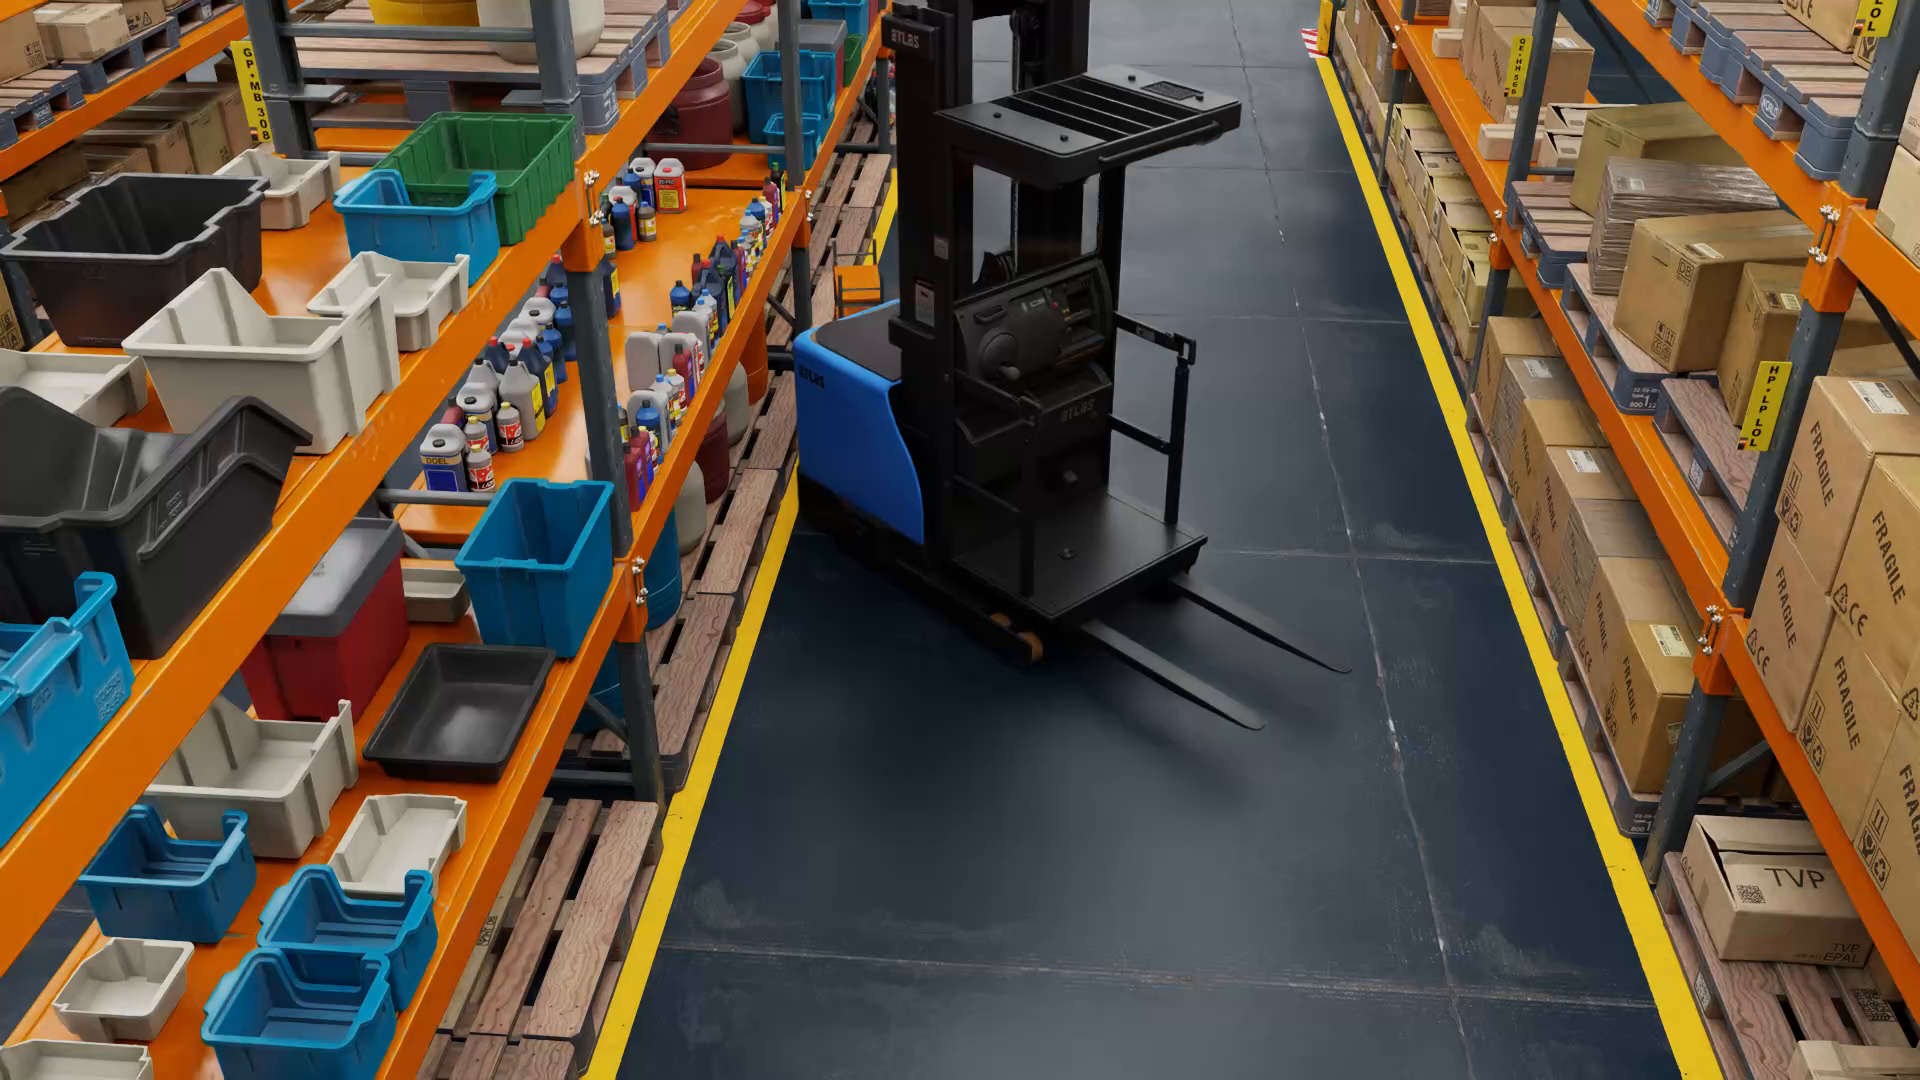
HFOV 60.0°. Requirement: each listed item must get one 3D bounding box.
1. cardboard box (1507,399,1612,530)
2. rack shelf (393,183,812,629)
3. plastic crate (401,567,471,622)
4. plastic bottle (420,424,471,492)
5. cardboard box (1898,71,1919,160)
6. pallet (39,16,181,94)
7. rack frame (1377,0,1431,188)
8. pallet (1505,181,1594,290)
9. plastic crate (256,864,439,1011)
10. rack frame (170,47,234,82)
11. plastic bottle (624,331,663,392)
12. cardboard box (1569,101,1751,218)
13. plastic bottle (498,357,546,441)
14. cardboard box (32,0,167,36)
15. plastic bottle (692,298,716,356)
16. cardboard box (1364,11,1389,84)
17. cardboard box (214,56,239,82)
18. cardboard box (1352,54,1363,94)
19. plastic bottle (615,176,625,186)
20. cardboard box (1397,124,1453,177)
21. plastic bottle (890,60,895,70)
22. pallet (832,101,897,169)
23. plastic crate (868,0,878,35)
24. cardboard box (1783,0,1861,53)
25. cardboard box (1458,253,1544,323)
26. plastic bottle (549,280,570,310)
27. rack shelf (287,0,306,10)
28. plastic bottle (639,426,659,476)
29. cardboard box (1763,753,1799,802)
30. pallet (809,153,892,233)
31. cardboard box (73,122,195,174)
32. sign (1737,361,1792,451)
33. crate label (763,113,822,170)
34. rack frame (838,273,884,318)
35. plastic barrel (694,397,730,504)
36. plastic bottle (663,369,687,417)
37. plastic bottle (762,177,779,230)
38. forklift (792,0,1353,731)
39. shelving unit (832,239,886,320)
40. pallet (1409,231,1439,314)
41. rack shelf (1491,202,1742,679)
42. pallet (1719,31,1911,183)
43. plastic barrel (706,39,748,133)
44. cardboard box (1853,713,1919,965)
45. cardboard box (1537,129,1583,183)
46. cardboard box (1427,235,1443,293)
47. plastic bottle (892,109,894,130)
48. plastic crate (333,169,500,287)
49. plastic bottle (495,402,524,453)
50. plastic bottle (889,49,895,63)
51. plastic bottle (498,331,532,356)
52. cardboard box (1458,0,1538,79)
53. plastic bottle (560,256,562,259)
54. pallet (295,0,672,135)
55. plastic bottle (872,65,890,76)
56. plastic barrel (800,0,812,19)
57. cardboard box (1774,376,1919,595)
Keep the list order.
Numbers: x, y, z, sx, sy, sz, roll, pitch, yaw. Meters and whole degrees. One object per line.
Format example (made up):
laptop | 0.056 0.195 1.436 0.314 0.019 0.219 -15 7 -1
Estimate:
cardboard box | 3.135 -0.379 8.469 0.500 0.500 0.500 2 32 3
rack shelf | -1.560 -0.879 8.003 1.077 0.370 4.000 2 32 4
plastic crate | -1.903 0.185 5.785 0.396 0.136 0.243 2 32 4
plastic bottle | -2.013 -0.306 6.506 0.152 0.276 0.135 2 32 4
cardboard box | 2.927 -1.108 4.496 0.500 0.250 0.500 2 32 4
pallet | -6.213 -3.398 11.587 1.003 0.211 1.213 2 32 4
rack frame | 3.865 -4.109 12.558 1.000 3.000 0.127 2 32 4
pallet | 3.555 -1.578 8.635 1.213 0.211 1.003 2 32 4
plastic crate | -1.568 1.038 4.310 0.416 0.233 0.300 2 32 4
rack frame | -6.008 -4.534 13.248 1.000 3.000 0.127 2 32 4
plastic bottle | -1.381 -0.803 7.312 0.152 0.276 0.135 2 32 4
cardboard box | 3.601 -1.905 8.486 0.700 0.500 0.500 -8 33 -13
plastic bottle | -1.830 -0.607 6.922 0.144 0.351 0.185 2 32 4
cardboard box | -6.057 -3.846 11.634 0.797 0.503 0.637 6 32 9
plastic bottle | -1.174 -0.975 7.596 0.097 0.271 0.097 0 32 0
cardboard box | 3.775 -4.211 14.229 0.500 0.500 0.500 2 32 4
cardboard box | -5.935 -3.856 14.130 0.500 0.500 0.500 2 32 2
cardboard box | 3.802 -4.154 14.851 0.500 0.250 0.500 2 32 4
plastic bottle | -1.826 -1.799 8.921 0.061 0.283 0.133 2 32 4
cardboard box | 3.538 -2.889 12.265 0.500 0.311 0.500 2 32 3
plastic bottle | -0.542 -4.107 14.661 0.144 0.351 0.185 2 32 4
pallet | -0.975 -3.485 14.203 1.003 0.211 1.213 2 32 4
plastic crate | -0.806 -4.083 12.456 0.402 0.464 0.583 2 32 4
cardboard box | 3.360 -2.077 5.812 0.600 0.600 0.600 2 32 3
cardboard box | 3.337 -1.549 10.090 0.500 0.311 0.500 3 32 5
plastic bottle | -1.858 -1.080 7.766 0.097 0.271 0.097 0 32 0
rack shelf | -5.845 -5.274 15.134 1.077 0.370 4.000 2 32 4
plastic bottle | -1.265 -0.359 6.663 0.097 0.201 0.097 0 32 0
cardboard box | 3.496 0.709 6.704 0.500 0.500 0.500 1 32 2
pallet | -1.096 -2.723 12.967 1.003 0.211 1.213 2 32 4
cardboard box | -6.182 -2.796 12.391 0.700 0.500 0.500 0 32 0
sign | 2.661 -0.440 5.502 0.100 0.325 0.005 2 32 4
crate label | -0.989 -2.364 9.886 0.303 0.233 0.416 2 32 4
rack frame | -0.521 -0.882 9.037 0.240 1.200 0.015 -4 32 -6
plastic barrel | -1.512 -0.536 8.659 0.600 0.588 0.708 2 32 4
plastic bottle | -1.223 -0.633 7.108 0.097 0.201 0.097 0 32 0
plastic bottle | -1.023 -1.831 8.973 0.061 0.283 0.133 2 32 4
forklift | 0.495 -0.962 7.517 1.130 2.935 3.031 -25 40 -35
shelving unit | -0.550 -1.009 9.243 0.258 1.200 0.503 -4 32 -6
pallet | 3.748 -1.895 11.624 1.003 0.211 1.213 2 32 4
rack shelf | 3.377 -0.665 7.656 1.077 0.370 4.000 2 32 4
pallet | 3.337 -1.461 5.581 1.213 0.211 1.003 2 32 4
plastic barrel | -1.526 -2.826 10.369 0.421 0.512 0.421 0 32 0
cardboard box | 2.820 0.816 4.472 0.500 0.500 0.500 2 32 4
cardboard box | 3.613 -2.168 9.493 0.500 0.311 0.500 4 32 7
cardboard box | 3.422 -1.844 11.103 0.500 0.250 0.500 3 32 5
plastic bottle | -0.600 -3.520 13.850 0.097 0.201 0.097 0 32 0
plastic crate | -1.478 -0.855 4.579 0.416 0.233 0.300 2 32 4
plastic bottle | -1.857 -0.470 6.843 0.097 0.201 0.097 0 32 0
plastic bottle | -0.612 -4.340 15.102 0.061 0.283 0.133 2 32 4
plastic bottle | -1.942 -0.761 7.244 0.152 0.276 0.135 2 32 4
cardboard box | 3.744 -3.475 11.435 0.500 0.500 0.500 5 32 8
plastic bottle | -1.867 -1.240 8.022 0.152 0.276 0.135 2 32 4
pallet | -1.756 -1.750 6.051 1.213 0.211 1.003 2 32 4
plastic bottle | -0.692 -4.069 14.670 0.152 0.276 0.135 2 32 4
plastic barrel | -1.405 -4.347 12.467 0.600 0.901 0.708 2 32 4
cardboard box | 2.895 -0.160 5.102 0.500 0.500 0.500 3 32 5
